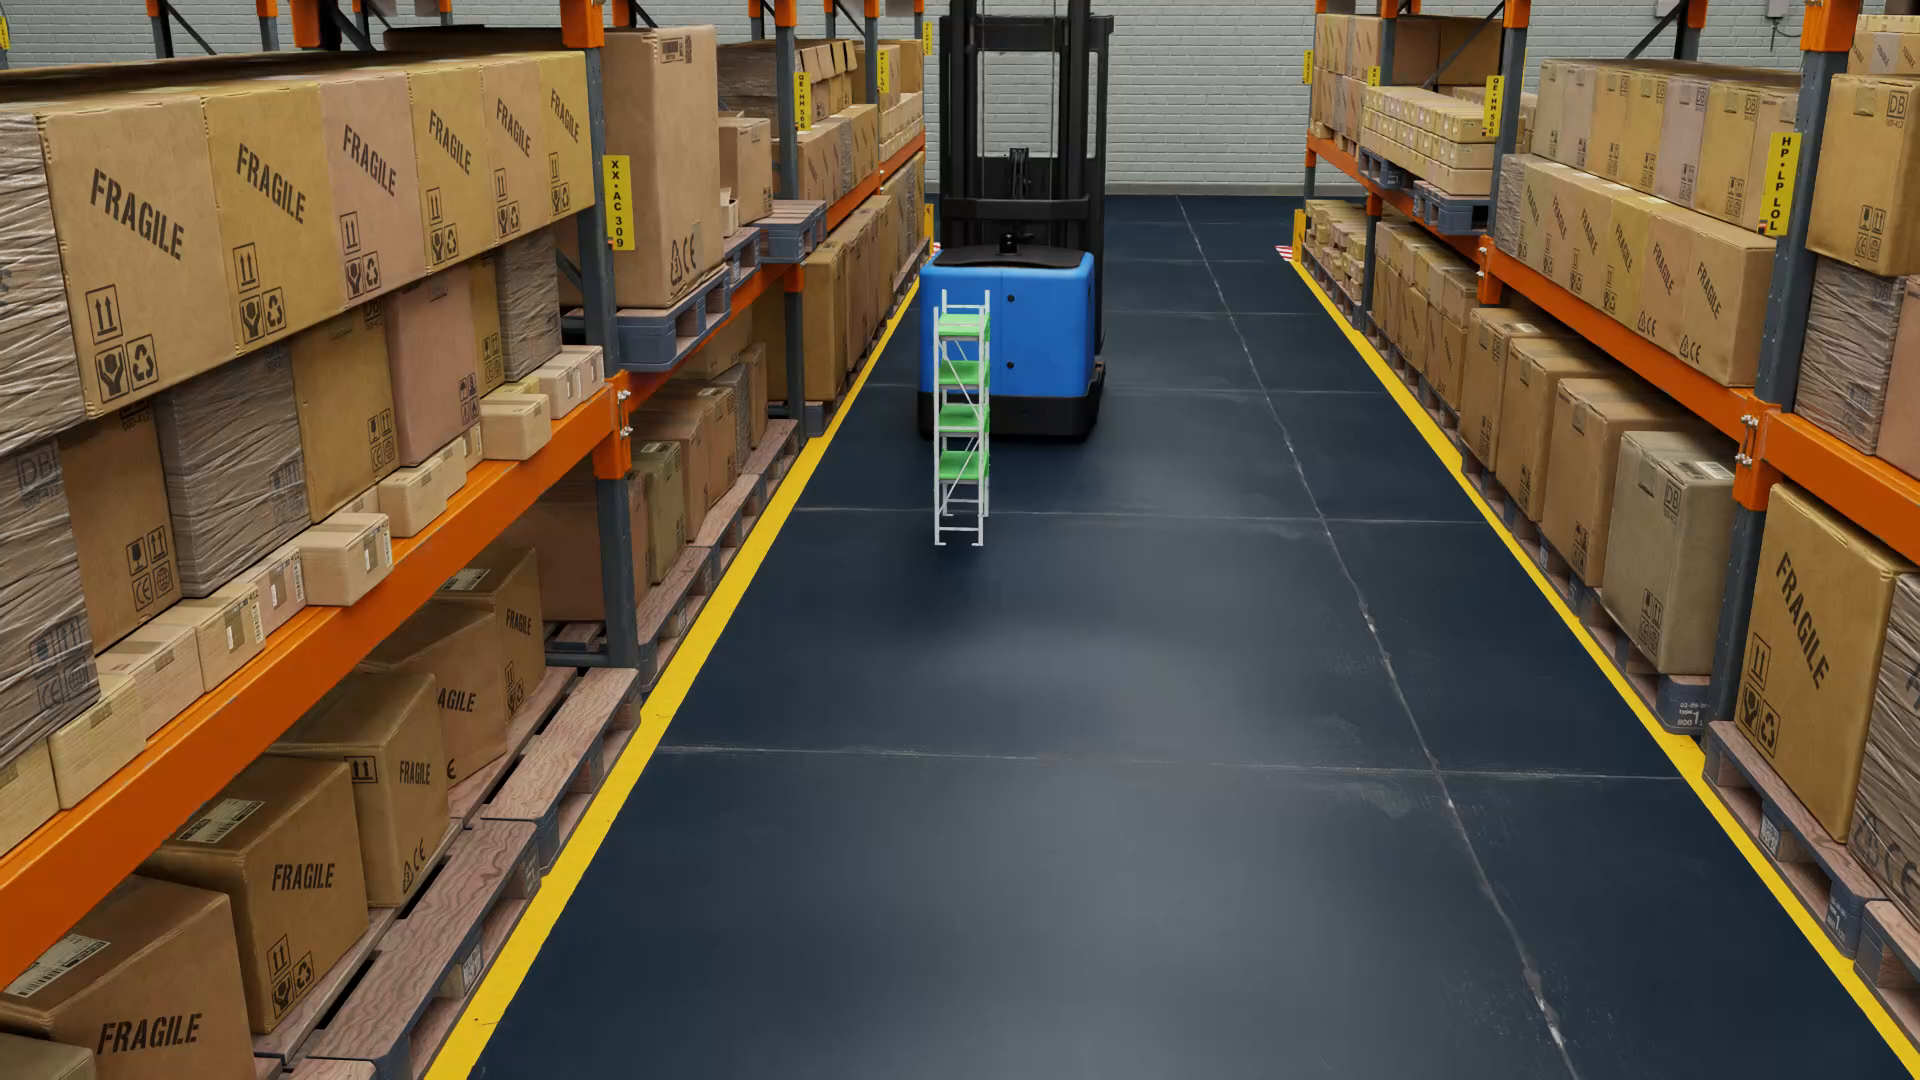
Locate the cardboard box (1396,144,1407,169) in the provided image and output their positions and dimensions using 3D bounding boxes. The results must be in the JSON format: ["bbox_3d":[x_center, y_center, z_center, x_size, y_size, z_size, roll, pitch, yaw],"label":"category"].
[{"bbox_3d":[3.180,-2.601,11.273,0.380,0.149,0.250,0,18,1],"label":"cardboard box"}]

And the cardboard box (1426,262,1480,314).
[{"bbox_3d":[3.303,-1.618,10.679,0.500,0.250,0.500,2,18,5],"label":"cardboard box"}]

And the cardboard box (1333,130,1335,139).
[{"bbox_3d":[3.782,-3.901,15.913,0.380,0.149,0.250,2,18,6],"label":"cardboard box"}]

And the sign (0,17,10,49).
[{"bbox_3d":[-10.205,-5.405,17.735,0.100,0.325,0.005,1,18,4],"label":"sign"}]

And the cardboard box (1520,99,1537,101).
[{"bbox_3d":[3.831,-2.862,11.115,0.380,0.149,0.250,1,18,3],"label":"cardboard box"}]

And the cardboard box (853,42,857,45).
[{"bbox_3d":[-1.247,-4.468,15.801,0.500,0.500,0.500,1,18,2],"label":"cardboard box"}]

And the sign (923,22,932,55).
[{"bbox_3d":[-0.336,-5.148,17.076,0.100,0.325,0.005,1,18,4],"label":"sign"}]

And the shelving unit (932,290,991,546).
[{"bbox_3d":[0.012,-0.622,8.393,0.258,1.200,0.503,1,18,4],"label":"shelving unit"}]

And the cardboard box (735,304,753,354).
[{"bbox_3d":[-1.468,-1.185,9.327,0.500,0.250,0.500,2,18,6],"label":"cardboard box"}]

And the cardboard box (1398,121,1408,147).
[{"bbox_3d":[3.180,-2.741,11.221,0.380,0.149,0.250,1,18,3],"label":"cardboard box"}]

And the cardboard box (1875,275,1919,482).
[{"bbox_3d":[3.172,-0.417,4.639,0.875,0.550,0.550,1,18,4],"label":"cardboard box"}]

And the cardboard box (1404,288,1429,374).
[{"bbox_3d":[3.339,-1.422,11.286,0.500,0.500,0.500,0,18,1],"label":"cardboard box"}]

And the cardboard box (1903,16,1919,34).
[{"bbox_3d":[8.553,-4.526,14.611,0.380,0.149,0.250,1,18,3],"label":"cardboard box"}]

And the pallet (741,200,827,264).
[{"bbox_3d":[-1.395,-1.702,9.107,1.213,0.211,1.003,1,18,4],"label":"pallet"}]

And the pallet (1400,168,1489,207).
[{"bbox_3d":[3.591,-2.399,11.236,1.003,0.211,1.213,1,18,4],"label":"pallet"}]

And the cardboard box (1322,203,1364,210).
[{"bbox_3d":[3.787,-3.243,16.452,0.380,0.149,0.250,2,18,5],"label":"cardboard box"}]

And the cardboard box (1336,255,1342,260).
[{"bbox_3d":[3.625,-2.492,15.115,0.380,0.149,0.250,2,18,5],"label":"cardboard box"}]

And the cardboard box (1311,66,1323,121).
[{"bbox_3d":[3.756,-4.415,16.441,0.500,0.500,0.500,2,18,7],"label":"cardboard box"}]

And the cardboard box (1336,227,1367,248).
[{"bbox_3d":[3.556,-2.683,14.744,0.380,0.149,0.250,0,18,1],"label":"cardboard box"}]

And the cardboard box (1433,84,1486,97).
[{"bbox_3d":[4.064,-3.454,13.508,0.500,0.500,0.500,1,18,3],"label":"cardboard box"}]

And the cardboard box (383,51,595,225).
[{"bbox_3d":[-1.494,-1.292,5.306,0.500,0.500,0.500,1,18,4],"label":"cardboard box"}]

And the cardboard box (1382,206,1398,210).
[{"bbox_3d":[4.311,-3.157,16.188,0.380,0.149,0.250,1,18,3],"label":"cardboard box"}]

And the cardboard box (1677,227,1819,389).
[{"bbox_3d":[2.974,-0.848,6.033,0.500,0.500,0.500,1,18,4],"label":"cardboard box"}]

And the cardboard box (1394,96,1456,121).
[{"bbox_3d":[3.198,-2.966,11.431,0.380,0.149,0.250,2,18,6],"label":"cardboard box"}]

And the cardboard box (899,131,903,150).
[{"bbox_3d":[-0.718,-3.627,15.077,0.380,0.149,0.250,1,18,5],"label":"cardboard box"}]

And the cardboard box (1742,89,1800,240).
[{"bbox_3d":[3.233,-1.309,5.835,0.700,0.500,0.500,1,18,3],"label":"cardboard box"}]

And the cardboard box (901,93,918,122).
[{"bbox_3d":[-0.683,-4.257,16.362,0.500,0.250,0.500,1,18,3],"label":"cardboard box"}]

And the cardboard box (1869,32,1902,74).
[{"bbox_3d":[8.630,-4.339,15.082,0.500,0.500,0.500,1,18,3],"label":"cardboard box"}]

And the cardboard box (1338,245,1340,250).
[{"bbox_3d":[3.736,-2.780,15.515,0.380,0.149,0.250,2,18,7],"label":"cardboard box"}]

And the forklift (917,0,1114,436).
[{"bbox_3d":[0.442,-2.442,11.168,1.130,2.935,3.031,2,18,7],"label":"forklift"}]

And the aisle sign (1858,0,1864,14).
[{"bbox_3d":[8.724,-5.544,16.351,0.394,0.787,0.004,1,18,4],"label":"aisle sign"}]

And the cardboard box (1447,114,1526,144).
[{"bbox_3d":[3.068,-2.400,9.704,0.380,0.149,0.250,1,18,2],"label":"cardboard box"}]

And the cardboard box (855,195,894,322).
[{"bbox_3d":[-1.189,-2.250,13.209,1.225,0.875,0.875,1,18,4],"label":"cardboard box"}]

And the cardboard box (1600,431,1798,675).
[{"bbox_3d":[3.158,0.042,6.415,1.050,0.750,0.750,1,18,4],"label":"cardboard box"}]

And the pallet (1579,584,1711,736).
[{"bbox_3d":[3.183,0.452,6.706,1.003,0.211,1.213,1,18,4],"label":"pallet"}]

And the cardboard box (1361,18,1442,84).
[{"bbox_3d":[3.541,-3.933,13.364,0.500,0.500,0.500,1,18,2],"label":"cardboard box"}]

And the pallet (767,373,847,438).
[{"bbox_3d":[-1.318,-0.935,10.937,1.003,0.211,1.213,1,18,4],"label":"pallet"}]

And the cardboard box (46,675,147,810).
[{"bbox_3d":[-1.695,0.350,2.942,0.380,0.149,0.250,1,18,4],"label":"cardboard box"}]

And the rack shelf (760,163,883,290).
[{"bbox_3d":[-1.307,-2.296,11.768,1.077,0.370,4.000,1,18,4],"label":"rack shelf"}]

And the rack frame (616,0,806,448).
[{"bbox_3d":[-1.450,-2.017,9.760,1.000,3.000,0.127,1,18,4],"label":"rack frame"}]

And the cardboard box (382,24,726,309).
[{"bbox_3d":[-1.540,-1.503,6.554,1.000,1.000,1.000,1,18,4],"label":"cardboard box"}]

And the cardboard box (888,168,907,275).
[{"bbox_3d":[-0.972,-2.932,15.290,0.875,0.875,0.875,1,18,4],"label":"cardboard box"}]

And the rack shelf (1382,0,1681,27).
[{"bbox_3d":[3.633,-3.579,10.867,1.077,0.370,4.000,1,18,4],"label":"rack shelf"}]

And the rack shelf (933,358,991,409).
[{"bbox_3d":[0.012,-0.789,8.338,0.258,0.148,0.480,1,18,4],"label":"rack shelf"}]

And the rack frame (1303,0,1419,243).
[{"bbox_3d":[4.064,-4.359,16.909,1.000,3.000,0.127,1,18,4],"label":"rack frame"}]

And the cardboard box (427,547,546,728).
[{"bbox_3d":[-1.805,0.337,5.916,0.500,0.500,0.500,1,18,2],"label":"cardboard box"}]

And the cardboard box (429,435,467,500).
[{"bbox_3d":[-1.598,-0.195,4.603,0.380,0.149,0.250,1,18,4],"label":"cardboard box"}]

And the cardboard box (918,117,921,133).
[{"bbox_3d":[-0.590,-4.183,16.776,0.380,0.149,0.250,1,18,4],"label":"cardboard box"}]

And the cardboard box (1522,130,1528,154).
[{"bbox_3d":[3.795,-2.565,10.684,0.380,0.149,0.250,1,18,4],"label":"cardboard box"}]

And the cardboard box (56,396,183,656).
[{"bbox_3d":[-2.040,-0.049,3.117,0.875,0.500,0.500,1,18,4],"label":"cardboard box"}]

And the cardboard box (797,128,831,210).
[{"bbox_3d":[-1.109,-2.369,10.676,0.500,0.500,0.500,1,18,2],"label":"cardboard box"}]
